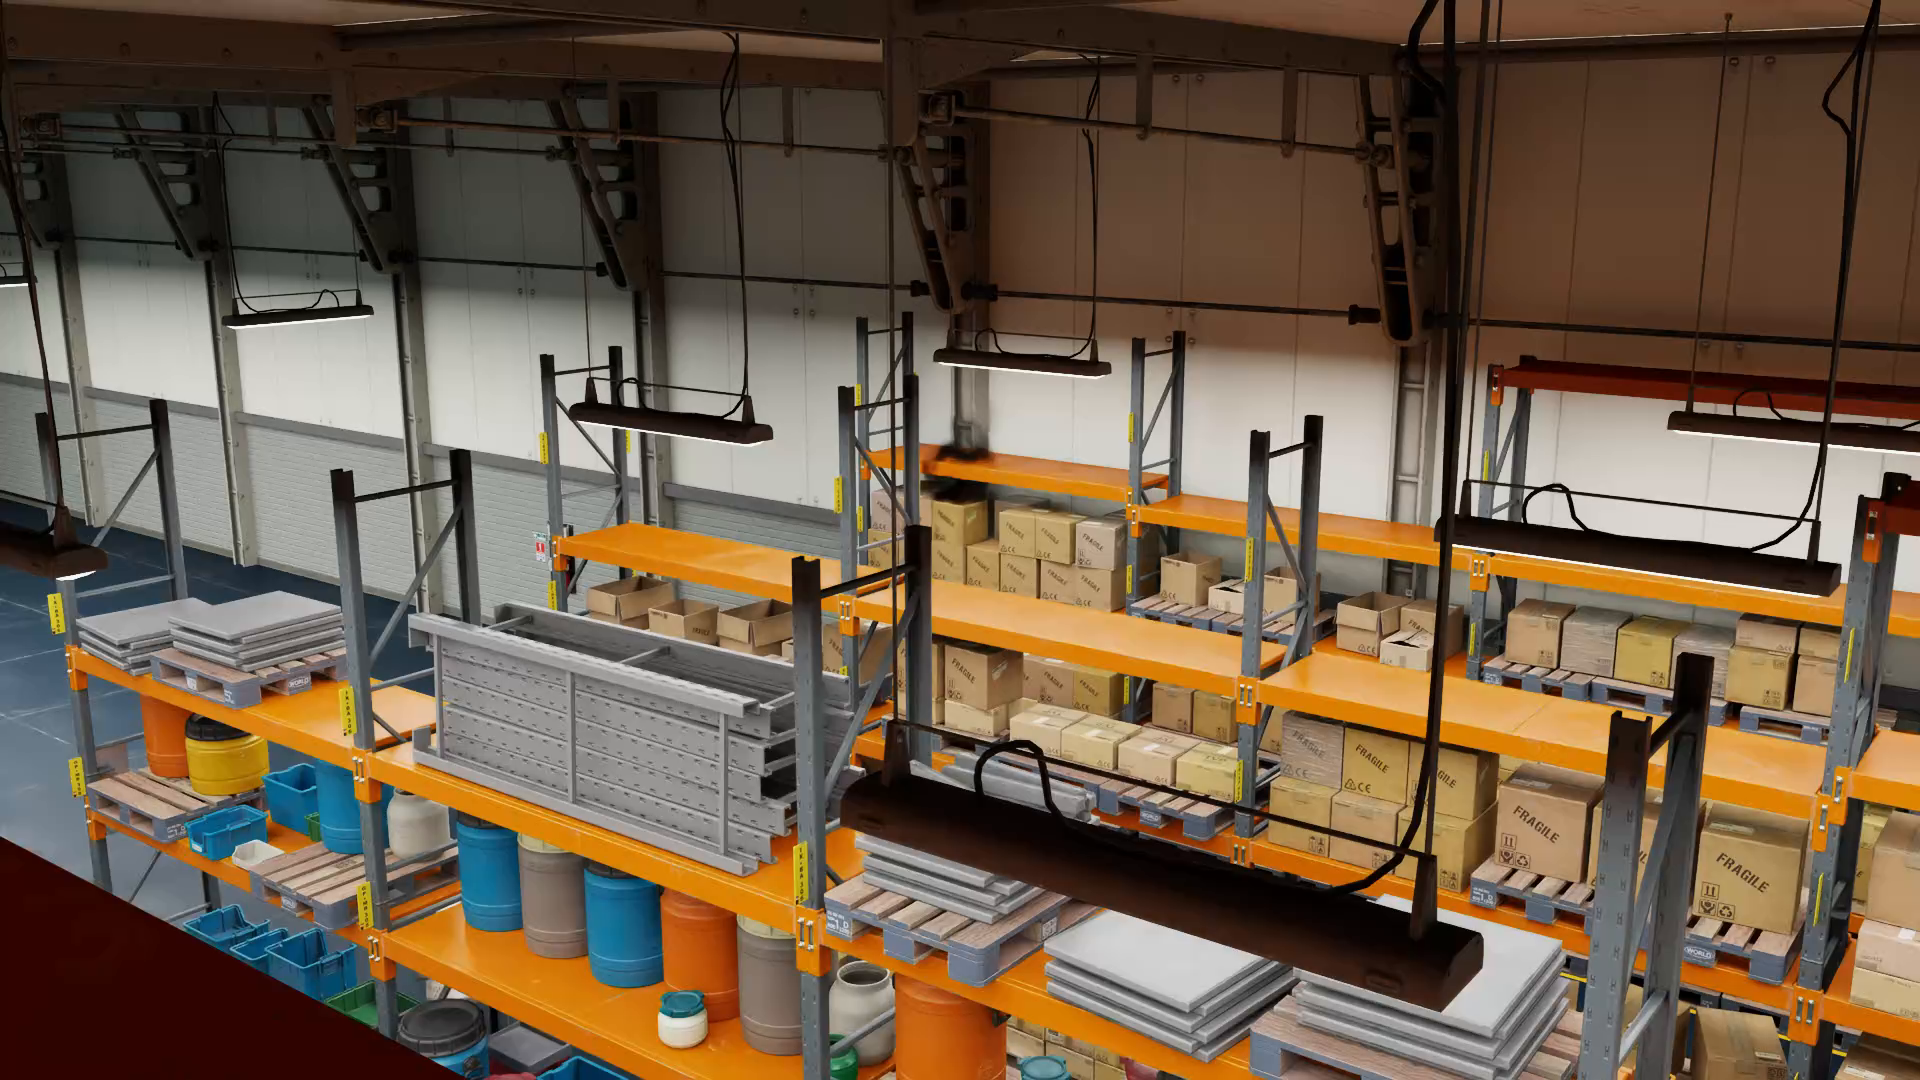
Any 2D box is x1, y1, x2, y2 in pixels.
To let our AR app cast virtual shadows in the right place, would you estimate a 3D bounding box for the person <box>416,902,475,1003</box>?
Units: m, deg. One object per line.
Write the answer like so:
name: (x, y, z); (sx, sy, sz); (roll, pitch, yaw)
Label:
person: (-4.378, 3.943, 14.356); (0.890, 1.787, 0.648); (11, 17, 38)
